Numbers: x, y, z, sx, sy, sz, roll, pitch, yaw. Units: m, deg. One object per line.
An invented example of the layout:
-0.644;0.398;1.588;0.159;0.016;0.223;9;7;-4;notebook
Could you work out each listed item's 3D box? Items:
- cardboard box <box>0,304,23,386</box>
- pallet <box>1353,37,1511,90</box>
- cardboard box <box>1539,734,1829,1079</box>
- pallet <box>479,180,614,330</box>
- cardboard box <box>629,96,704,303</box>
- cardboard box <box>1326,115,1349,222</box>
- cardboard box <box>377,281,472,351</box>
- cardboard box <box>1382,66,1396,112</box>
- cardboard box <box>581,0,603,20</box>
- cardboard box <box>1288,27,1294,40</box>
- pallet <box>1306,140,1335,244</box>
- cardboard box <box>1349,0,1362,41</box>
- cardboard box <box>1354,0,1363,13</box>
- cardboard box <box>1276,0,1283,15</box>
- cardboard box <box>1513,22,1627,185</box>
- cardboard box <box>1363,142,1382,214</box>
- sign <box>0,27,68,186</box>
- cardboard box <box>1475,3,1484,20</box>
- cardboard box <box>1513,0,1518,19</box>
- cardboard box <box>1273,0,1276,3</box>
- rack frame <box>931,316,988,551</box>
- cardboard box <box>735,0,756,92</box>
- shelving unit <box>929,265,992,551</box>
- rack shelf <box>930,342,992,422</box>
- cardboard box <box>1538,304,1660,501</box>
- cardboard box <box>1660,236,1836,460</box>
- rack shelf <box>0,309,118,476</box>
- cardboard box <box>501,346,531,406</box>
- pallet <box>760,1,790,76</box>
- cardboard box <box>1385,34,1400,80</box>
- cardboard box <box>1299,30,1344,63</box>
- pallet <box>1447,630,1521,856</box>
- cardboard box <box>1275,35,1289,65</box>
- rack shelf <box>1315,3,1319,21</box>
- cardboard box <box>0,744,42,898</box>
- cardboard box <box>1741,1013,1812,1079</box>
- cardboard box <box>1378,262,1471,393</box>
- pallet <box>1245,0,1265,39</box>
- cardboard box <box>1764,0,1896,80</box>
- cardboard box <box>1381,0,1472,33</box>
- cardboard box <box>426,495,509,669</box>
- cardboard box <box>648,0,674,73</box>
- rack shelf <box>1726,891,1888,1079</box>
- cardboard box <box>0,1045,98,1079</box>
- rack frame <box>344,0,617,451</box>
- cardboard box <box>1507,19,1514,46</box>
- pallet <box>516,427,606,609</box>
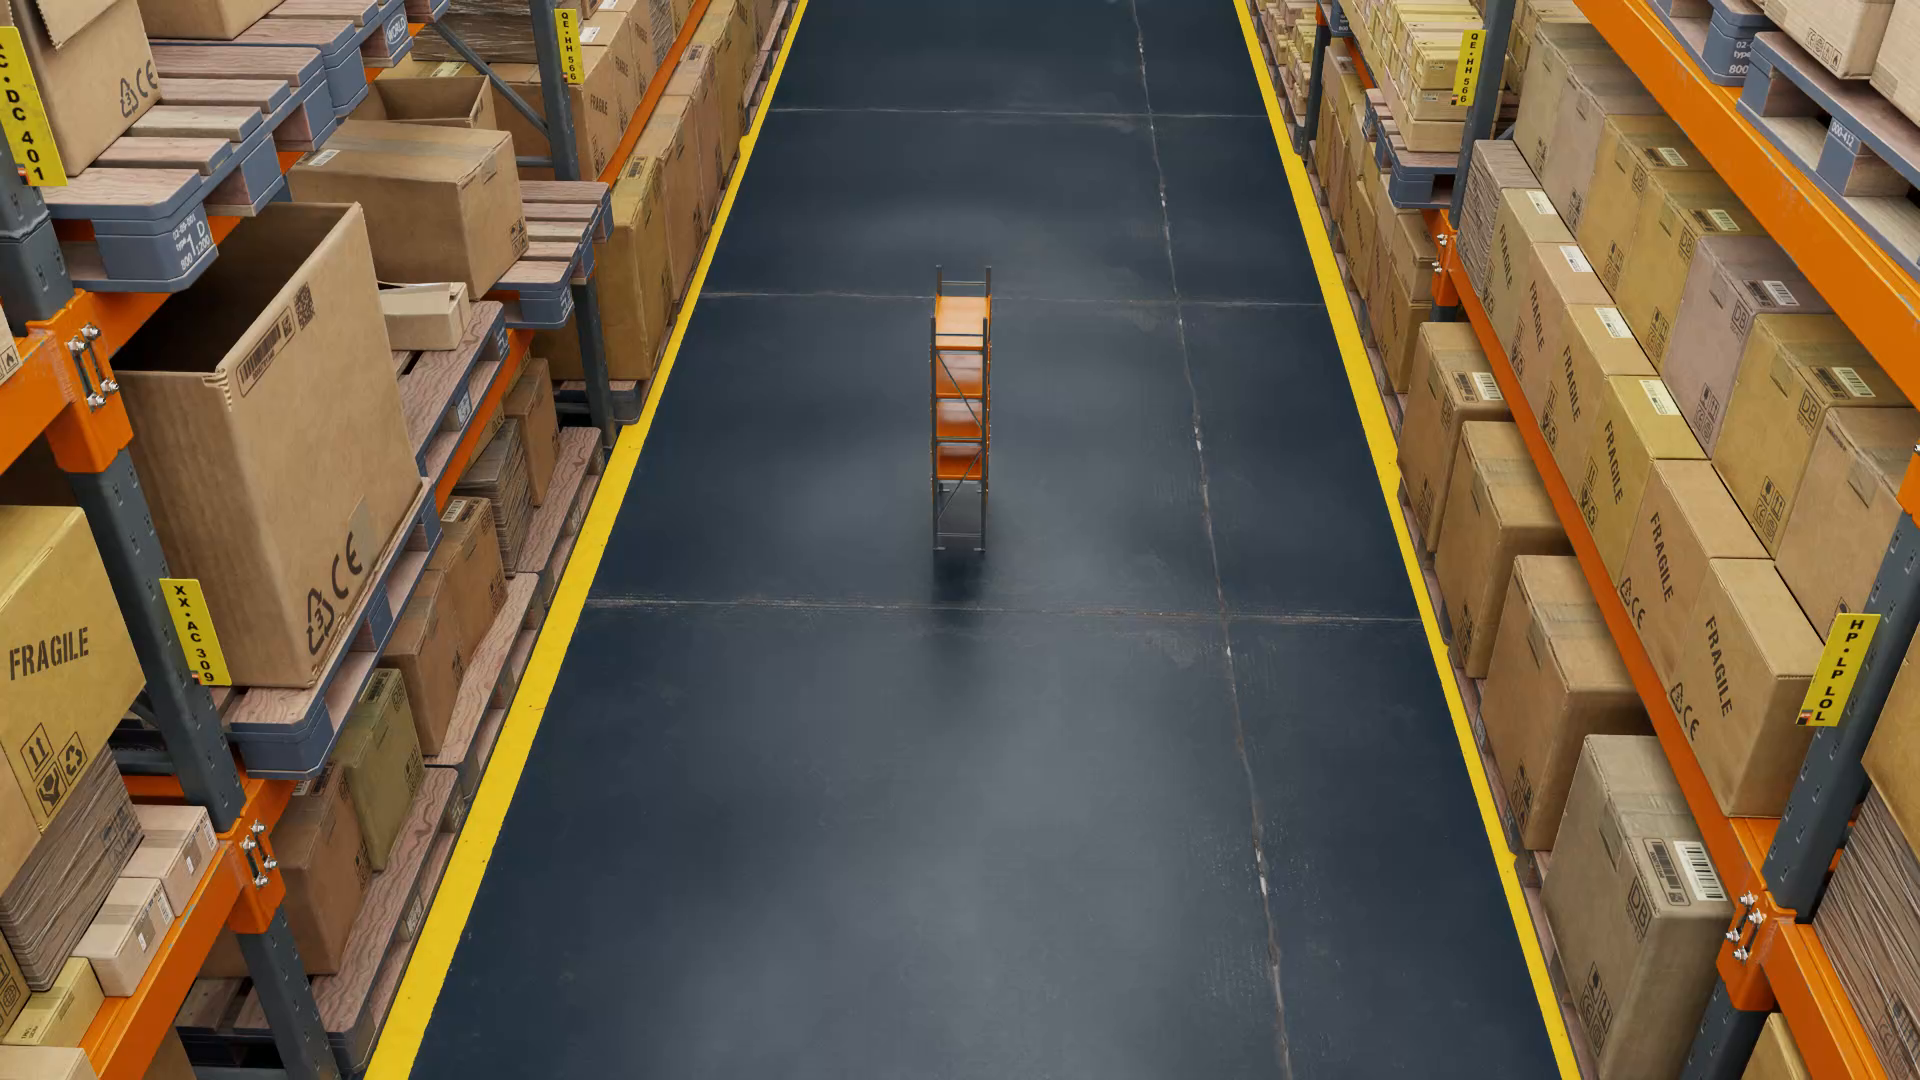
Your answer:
-2.170;-0.324;3.124;0.500;0.250;0.500;3;35;4;cardboard box
2.739;-2.611;9.024;1.003;0.211;1.213;1;35;2;pallet
2.475;1.136;5.116;1.050;0.750;0.750;1;35;2;cardboard box
-2.174;-1.234;7.064;1.213;0.211;1.003;1;35;2;pallet
-2.160;-1.935;9.377;1.225;0.875;0.875;1;35;2;cardboard box
2.547;-2.276;10.189;0.500;0.500;0.500;3;35;4;cardboard box
-2.049;-0.877;6.141;0.396;0.266;0.258;0;35;1;cardboard box
2.282;-2.205;8.132;0.380;0.149;0.250;2;35;3;cardboard box
-2.177;-2.970;8.407;0.797;0.503;0.637;2;35;3;cardboard box
2.646;-3.764;12.353;0.380;0.149;0.250;2;35;3;cardboard box
2.831;-2.262;10.784;1.003;0.211;1.213;1;35;2;pallet
2.325;-2.808;8.990;0.380;0.149;0.250;0;35;0;cardboard box
2.325;-2.926;8.899;0.380;0.149;0.250;1;35;1;cardboard box
2.594;-4.060;12.515;0.380;0.149;0.250;0;35;0;cardboard box
2.672;-1.744;6.666;0.700;0.500;0.500;1;35;2;cardboard box
2.511;-1.989;9.127;0.500;0.250;0.500;2;35;3;cardboard box
-1.870;-0.857;3.302;0.100;0.325;0.005;1;35;2;sign
2.983;-2.784;8.956;0.380;0.149;0.250;0;35;0;cardboard box
2.955;-2.728;8.359;0.380;0.149;0.250;3;35;4;cardboard box
2.714;-4.272;13.333;0.380;0.149;0.250;1;35;2;cardboard box
-0.003;-0.446;7.341;0.240;1.200;0.015;1;35;2;rack frame
-1.985;-3.702;11.892;0.875;0.875;0.875;1;35;2;cardboard box
0.007;-0.586;7.540;0.258;1.200;0.503;1;35;2;shelving unit
0.007;-0.714;7.450;0.258;0.148;0.480;1;35;2;rack shelf
2.352;-0.473;5.727;0.500;0.500;0.500;1;35;1;cardboard box
2.593;-0.575;5.003;0.700;0.500;0.500;2;35;2;cardboard box
-2.493;0.790;2.034;1.077;0.370;4.000;1;35;2;rack shelf
-2.249;-0.803;7.423;0.500;0.250;0.500;3;35;4;cardboard box
-1.936;-4.019;13.286;1.003;0.211;1.213;1;35;2;pallet
2.282;-2.341;8.067;0.380;0.149;0.250;2;35;3;cardboard box
2.586;-3.457;11.657;0.380;0.149;0.250;2;35;2;cardboard box
2.542;0.740;6.514;1.003;0.211;1.213;1;35;2;pallet
2.578;-3.683;12.496;0.380;0.149;0.250;1;35;2;cardboard box
2.941;-4.705;12.461;1.077;0.370;4.000;1;35;2;rack shelf
-2.174;0.554;3.137;0.500;0.500;0.500;1;35;2;cardboard box
2.444;1.804;4.057;0.875;0.875;0.875;2;35;3;cardboard box
2.465;-1.085;8.494;0.500;0.500;0.500;1;35;2;cardboard box
2.951;-4.497;13.966;1.003;0.211;1.213;1;35;2;pallet
2.369;-1.347;4.127;0.500;0.250;0.500;1;35;1;cardboard box
2.292;-2.604;8.183;0.380;0.149;0.250;2;35;3;cardboard box
-2.284;0.149;6.721;0.700;0.500;0.500;4;35;6;cardboard box
-1.903;-2.916;9.204;0.500;0.500;0.500;1;35;2;cardboard box
2.459;2.190;2.651;1.077;0.370;4.000;1;35;2;rack shelf
-2.116;1.239;3.597;0.380;0.149;0.250;1;35;2;cardboard box
-2.252;-1.724;7.595;1.000;3.000;0.127;1;35;2;rack frame
2.957;-2.613;8.454;0.380;0.149;0.250;1;35;2;cardboard box
-2.285;-0.134;7.758;1.003;0.211;1.213;1;35;2;pallet
